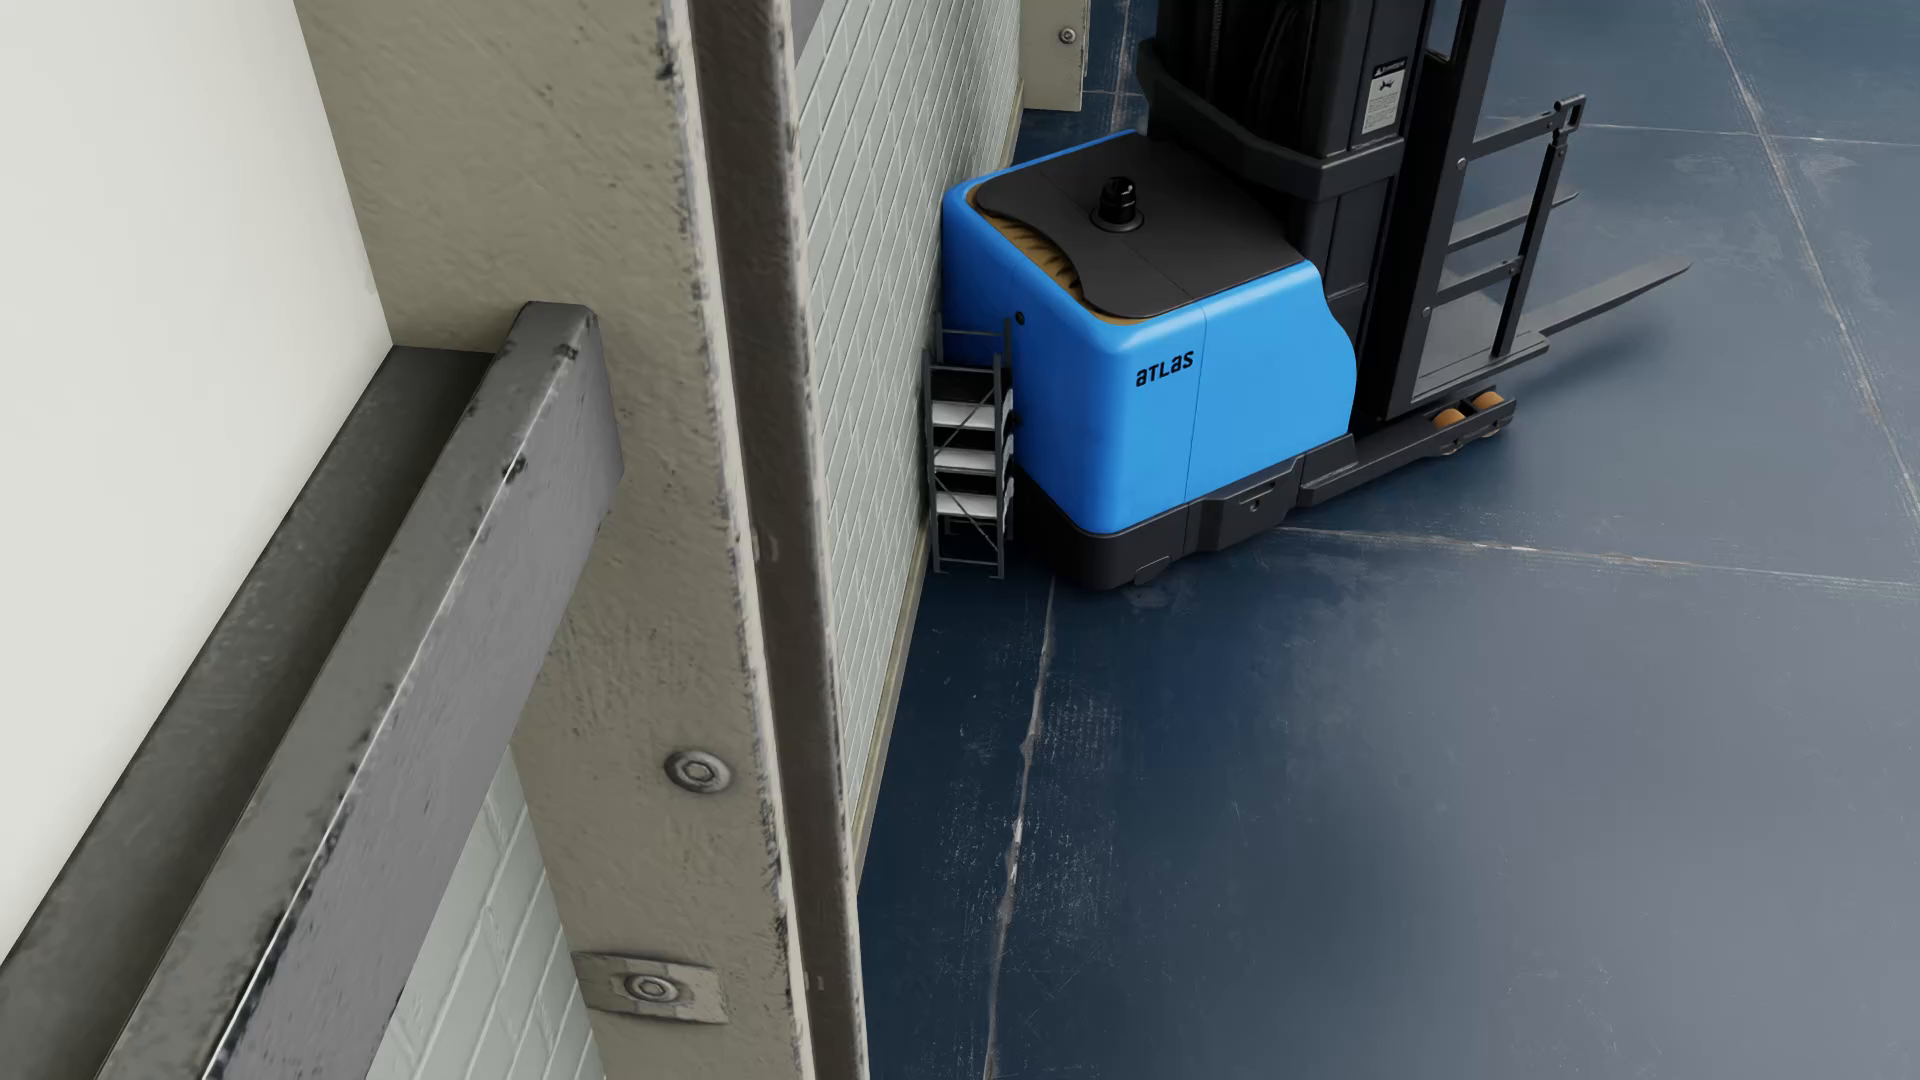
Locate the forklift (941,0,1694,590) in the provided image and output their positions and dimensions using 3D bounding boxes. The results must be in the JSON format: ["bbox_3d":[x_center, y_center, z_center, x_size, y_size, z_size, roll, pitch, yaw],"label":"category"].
[{"bbox_3d":[1.446,-1.665,5.377,3.031,2.935,1.130,-23,48,-22],"label":"forklift"}]

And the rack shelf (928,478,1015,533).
[{"bbox_3d":[0.041,-0.127,5.525,0.258,0.077,0.200,5,41,9],"label":"rack shelf"}]

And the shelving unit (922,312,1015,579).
[{"bbox_3d":[0.035,-0.290,5.387,0.258,0.900,0.210,5,41,9],"label":"shelving unit"}]

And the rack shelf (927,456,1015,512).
[{"bbox_3d":[0.038,-0.195,5.467,0.258,0.077,0.200,5,41,9],"label":"rack shelf"}]

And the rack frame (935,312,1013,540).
[{"bbox_3d":[0.052,-0.355,5.463,0.240,0.900,0.006,5,41,9],"label":"rack frame"}]

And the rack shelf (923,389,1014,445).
[{"bbox_3d":[0.030,-0.401,5.292,0.258,0.077,0.200,5,41,9],"label":"rack shelf"}]

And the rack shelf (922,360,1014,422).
[{"bbox_3d":[0.027,-0.470,5.234,0.258,0.077,0.200,5,41,9],"label":"rack shelf"}]

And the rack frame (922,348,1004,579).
[{"bbox_3d":[0.017,-0.224,5.311,0.240,0.900,0.006,5,41,9],"label":"rack frame"}]

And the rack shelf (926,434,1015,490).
[{"bbox_3d":[0.036,-0.264,5.408,0.258,0.077,0.200,5,41,9],"label":"rack shelf"}]

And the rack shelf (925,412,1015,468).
[{"bbox_3d":[0.033,-0.333,5.350,0.258,0.077,0.200,5,41,9],"label":"rack shelf"}]

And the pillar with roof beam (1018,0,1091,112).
[{"bbox_3d":[4.712,-5.061,4.550,9.100,9.000,0.400,5,44,6],"label":"pillar with roof beam"}]
